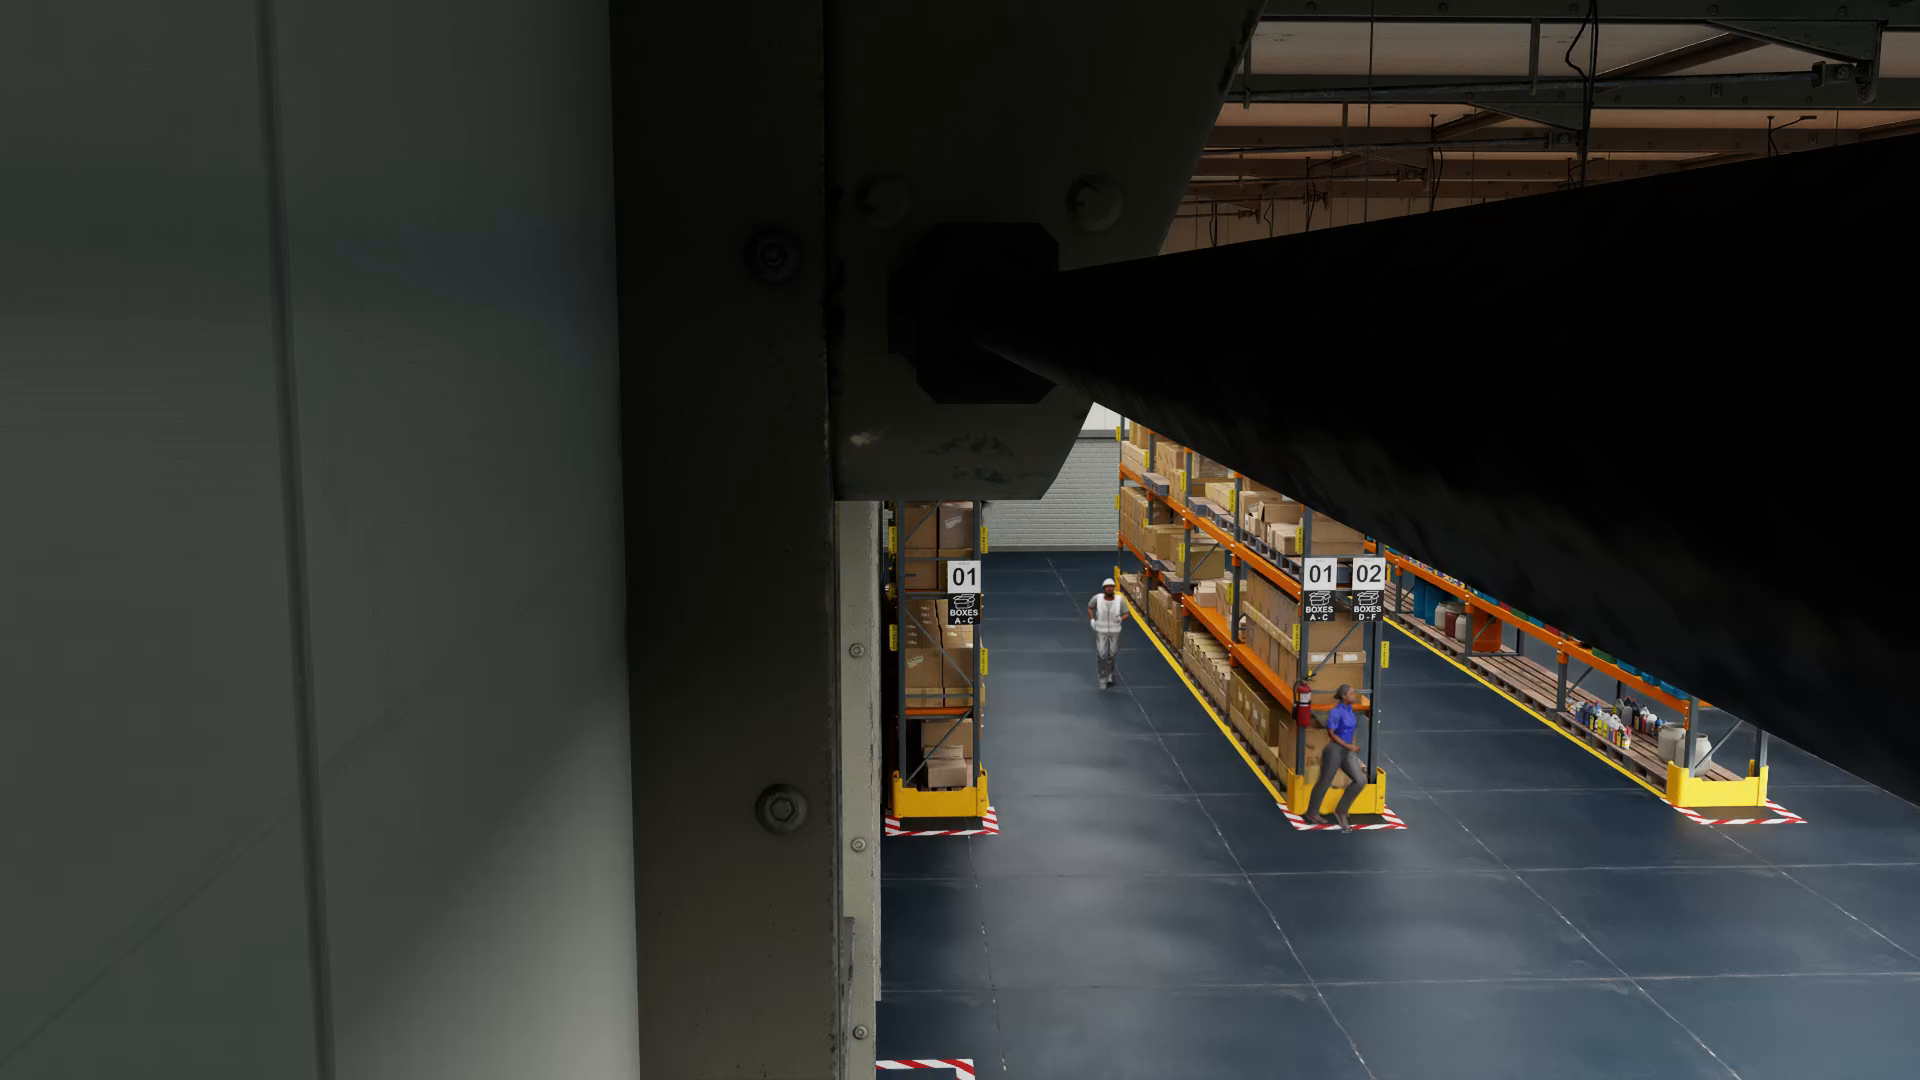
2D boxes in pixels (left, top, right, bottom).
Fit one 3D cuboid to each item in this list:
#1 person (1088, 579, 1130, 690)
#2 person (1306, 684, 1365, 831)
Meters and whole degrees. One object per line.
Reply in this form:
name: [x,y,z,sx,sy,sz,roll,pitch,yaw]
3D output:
person: [2.442,1.551,27.310,0.679,1.867,0.699,0,8,0]
person: [4.414,2.496,19.254,0.609,1.687,0.634,7,11,42]
